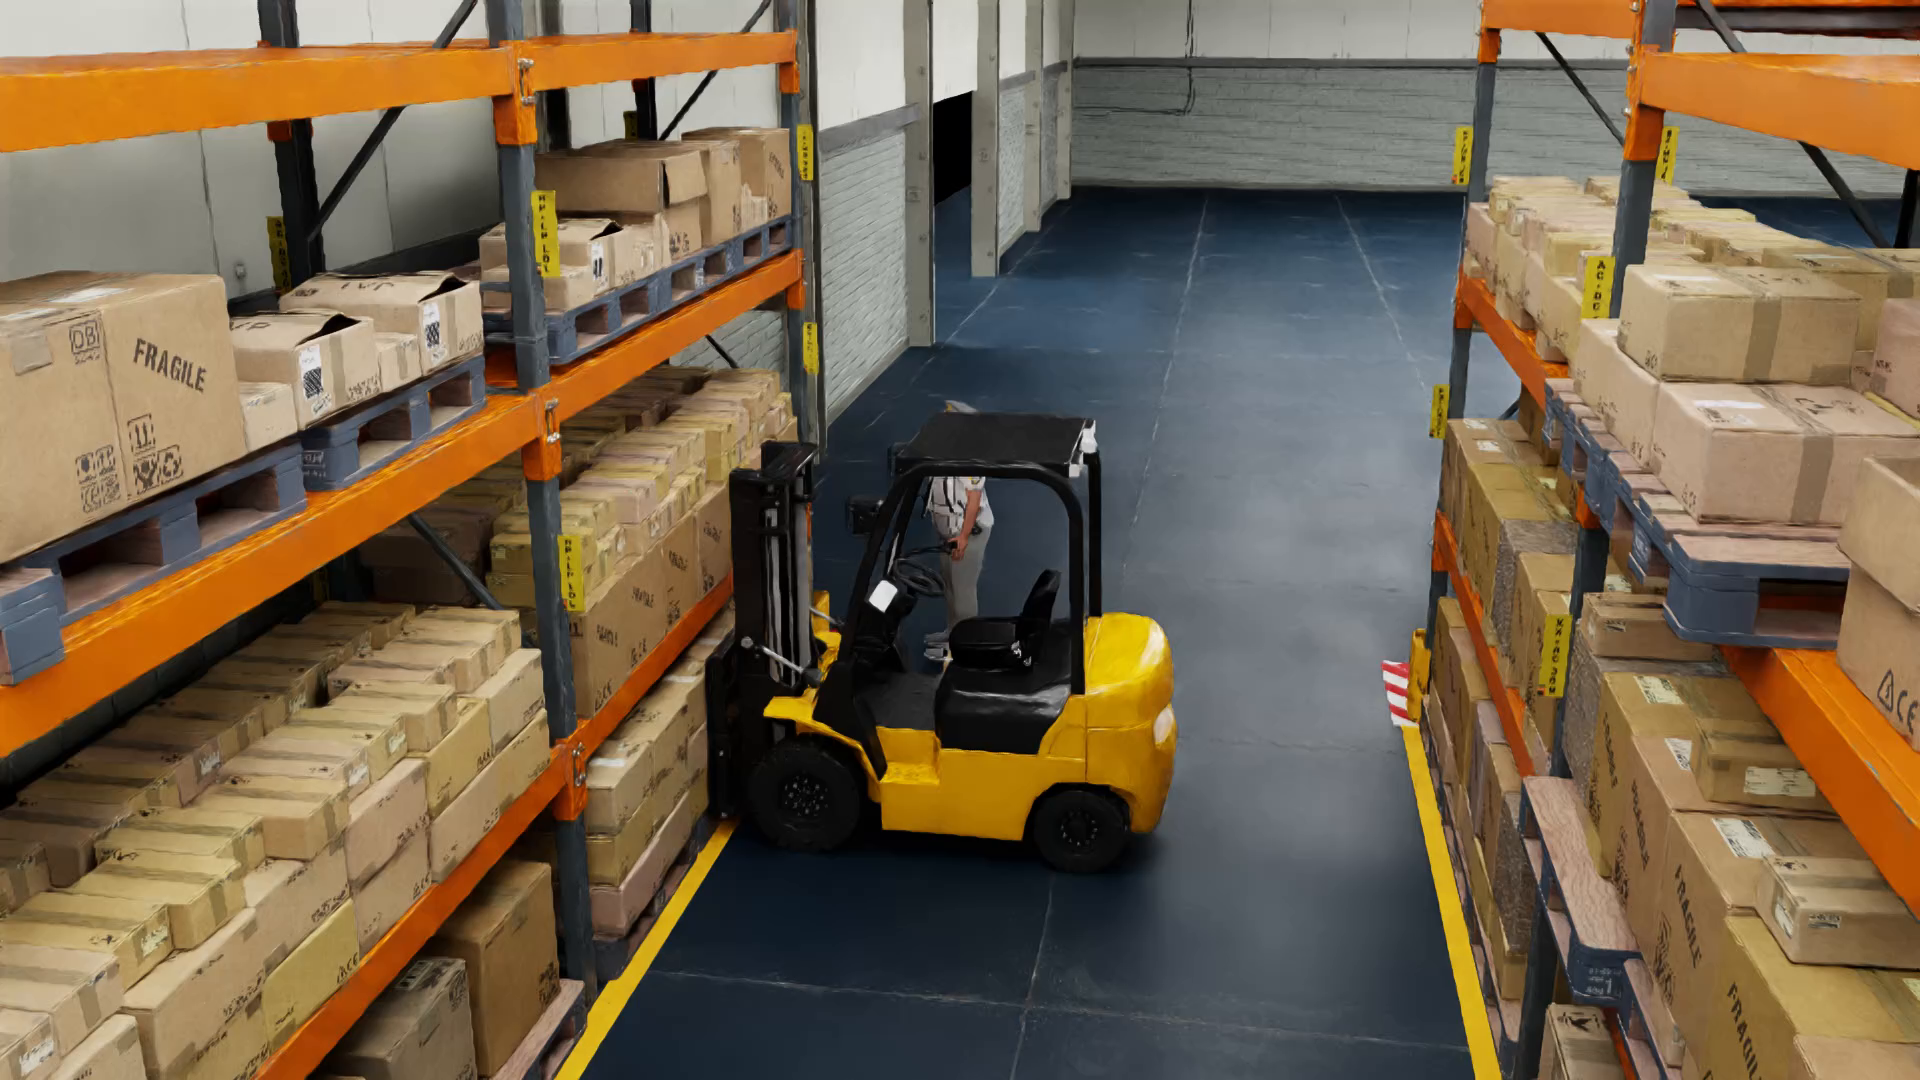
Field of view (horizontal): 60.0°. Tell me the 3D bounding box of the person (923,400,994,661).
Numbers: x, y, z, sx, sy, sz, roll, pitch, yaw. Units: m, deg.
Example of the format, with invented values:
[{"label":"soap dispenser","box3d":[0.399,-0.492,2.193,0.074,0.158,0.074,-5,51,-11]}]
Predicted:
[{"label":"person","box3d":[-0.060,-0.080,11.191,0.501,1.776,0.596,-8,19,-24]}]
